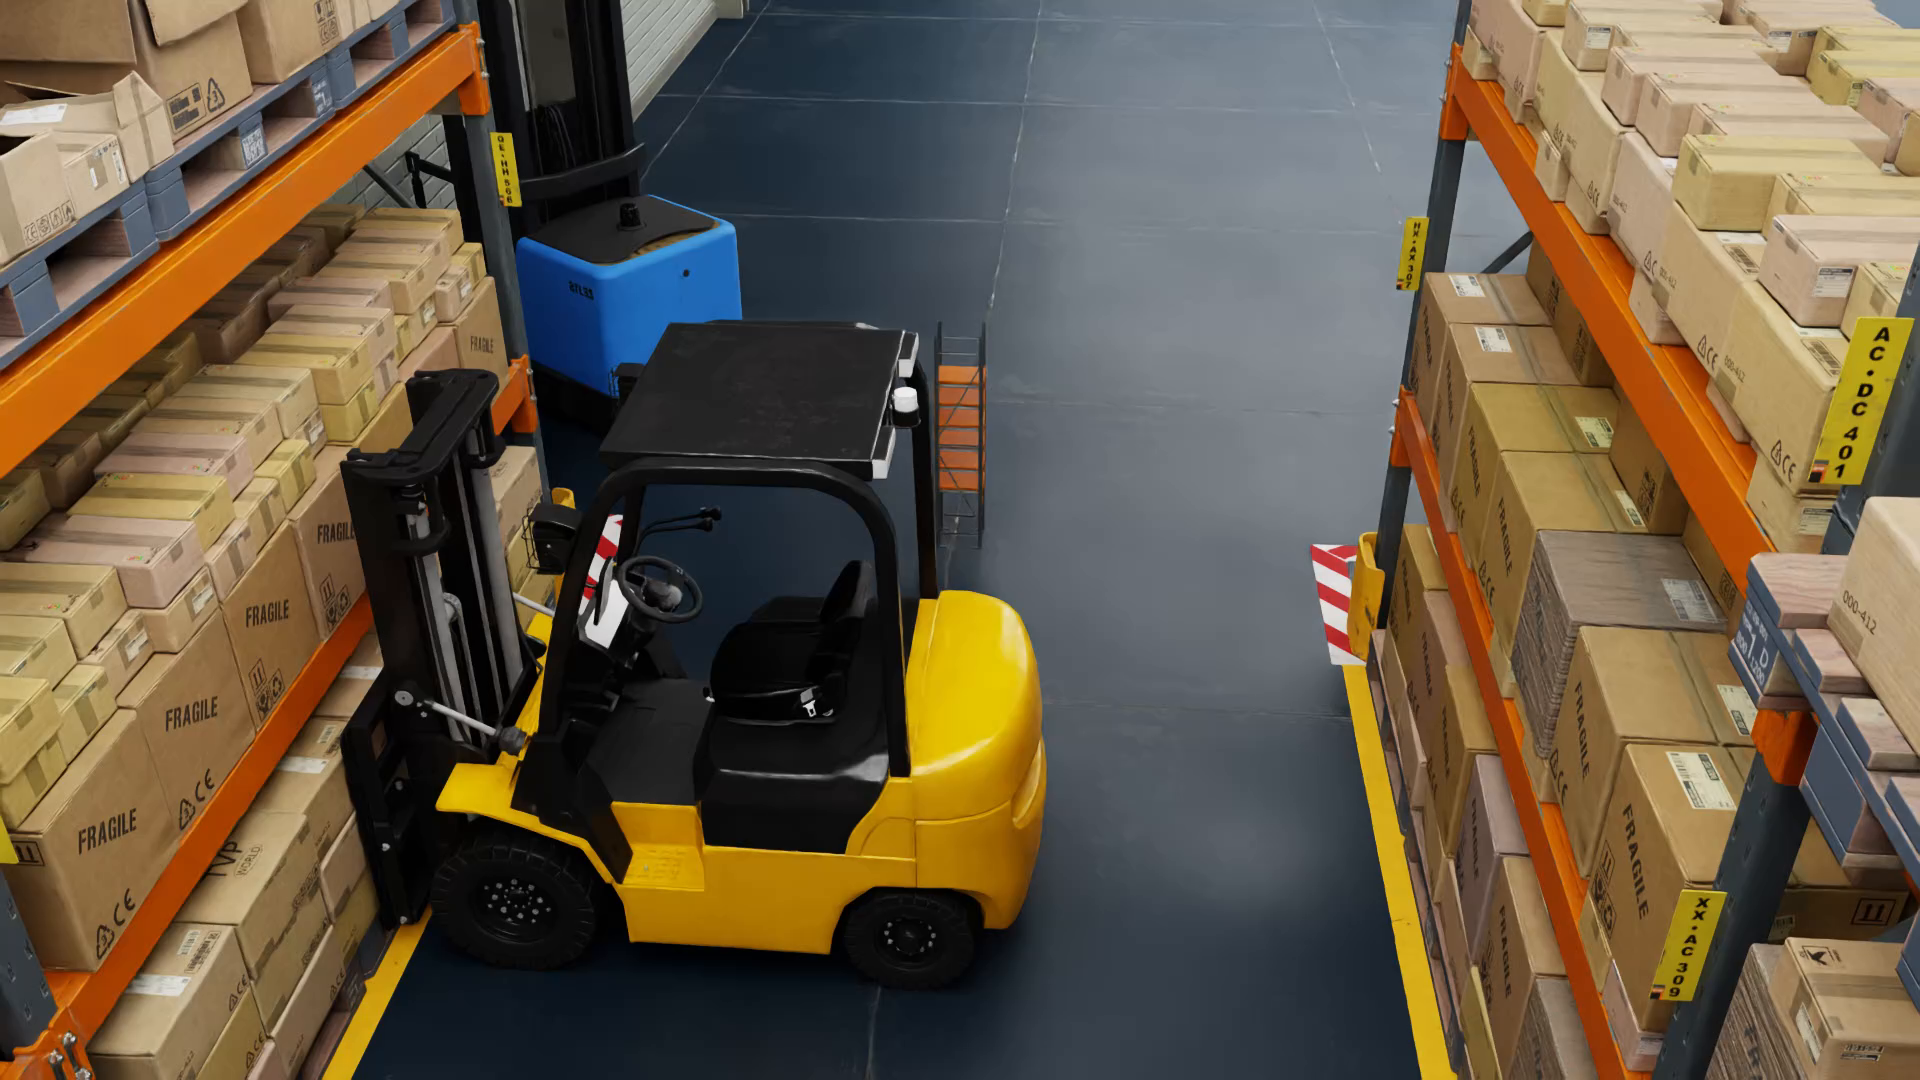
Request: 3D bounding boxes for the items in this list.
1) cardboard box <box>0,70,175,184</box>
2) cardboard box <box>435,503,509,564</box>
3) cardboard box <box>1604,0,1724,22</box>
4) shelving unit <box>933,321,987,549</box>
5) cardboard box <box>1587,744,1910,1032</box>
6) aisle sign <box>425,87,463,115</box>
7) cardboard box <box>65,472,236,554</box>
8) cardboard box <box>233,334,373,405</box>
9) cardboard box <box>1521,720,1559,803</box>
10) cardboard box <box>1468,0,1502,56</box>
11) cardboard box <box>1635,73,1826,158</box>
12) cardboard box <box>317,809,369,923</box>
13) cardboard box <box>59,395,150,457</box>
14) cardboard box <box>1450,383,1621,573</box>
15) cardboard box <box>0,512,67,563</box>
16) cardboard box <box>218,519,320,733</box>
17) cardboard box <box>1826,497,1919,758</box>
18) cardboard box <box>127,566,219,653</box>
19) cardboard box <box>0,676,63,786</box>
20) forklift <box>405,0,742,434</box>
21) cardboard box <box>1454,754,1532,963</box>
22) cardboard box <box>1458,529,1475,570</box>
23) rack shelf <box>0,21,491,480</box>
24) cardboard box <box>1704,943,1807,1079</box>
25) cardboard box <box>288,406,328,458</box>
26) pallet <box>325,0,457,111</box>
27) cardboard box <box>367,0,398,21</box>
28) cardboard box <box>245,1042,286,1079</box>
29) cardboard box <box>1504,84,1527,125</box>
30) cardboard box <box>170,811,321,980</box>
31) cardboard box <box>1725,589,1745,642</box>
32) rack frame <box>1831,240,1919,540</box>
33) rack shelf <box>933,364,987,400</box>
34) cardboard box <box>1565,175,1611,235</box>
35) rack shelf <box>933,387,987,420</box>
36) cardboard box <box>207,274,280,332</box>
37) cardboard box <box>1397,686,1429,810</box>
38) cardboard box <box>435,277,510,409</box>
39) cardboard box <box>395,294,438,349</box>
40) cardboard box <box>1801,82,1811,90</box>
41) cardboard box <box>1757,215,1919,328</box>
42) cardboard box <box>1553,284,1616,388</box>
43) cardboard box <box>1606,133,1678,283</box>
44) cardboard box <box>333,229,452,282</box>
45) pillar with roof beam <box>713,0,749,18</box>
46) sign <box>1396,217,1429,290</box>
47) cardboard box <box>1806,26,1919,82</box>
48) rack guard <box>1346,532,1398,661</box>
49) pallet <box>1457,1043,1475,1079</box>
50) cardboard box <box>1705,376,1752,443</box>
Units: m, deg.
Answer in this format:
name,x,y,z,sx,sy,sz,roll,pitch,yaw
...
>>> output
name,x,y,z,sx,sy,sz,roll,pitch,yaw
cardboard box,-2.394,-1.139,4.513,0.396,0.266,0.258,2,32,3
cardboard box,-2.254,0.061,7.060,0.500,0.250,0.500,3,32,5
cardboard box,2.118,-1.627,5.151,0.380,0.149,0.250,2,32,4
shelving unit,0.001,-0.518,8.447,0.258,1.200,0.189,2,32,4
cardboard box,1.918,0.863,4.112,0.500,0.500,0.500,2,32,3
aisle sign,-2.194,-2.155,6.910,0.394,0.787,0.004,2,32,4
cardboard box,-2.435,-0.076,5.017,0.380,0.149,0.250,2,32,3
cardboard box,-2.315,-0.604,5.874,0.380,0.149,0.250,3,32,5
cardboard box,1.932,0.669,5.044,0.380,0.149,0.250,2,32,3
cardboard box,2.149,-1.905,5.982,0.500,0.250,0.500,2,32,3
cardboard box,1.977,-1.091,4.282,0.380,0.149,0.250,3,32,5
cardboard box,-2.379,1.078,5.885,0.500,0.250,0.500,2,32,4
cardboard box,-2.905,-0.360,5.478,0.380,0.149,0.250,3,32,5
cardboard box,2.061,-0.213,5.857,0.500,0.500,0.500,2,32,3
cardboard box,-2.936,0.033,5.123,0.380,0.149,0.250,3,32,6
cardboard box,-2.455,0.263,5.368,0.500,0.500,0.500,2,32,3
cardboard box,1.683,0.171,2.496,0.500,0.250,0.500,2,32,3
cardboard box,-2.422,0.192,4.866,0.380,0.149,0.250,3,32,5
cardboard box,-2.496,0.465,4.138,0.380,0.149,0.250,3,32,5
forklift,-2.737,-2.499,10.011,3.031,2.935,1.130,25,39,34
cardboard box,1.991,1.094,5.622,0.500,0.500,0.500,4,32,7
cardboard box,2.059,-0.006,6.140,0.380,0.149,0.250,3,32,5
rack shelf,-2.655,-0.952,5.262,1.077,0.370,4.000,2,32,4
cardboard box,1.806,1.160,3.230,0.500,0.500,0.500,3,32,5
cardboard box,-2.431,-0.354,5.751,0.380,0.149,0.250,2,32,4
pallet,-2.575,-1.898,6.195,1.003,0.211,1.213,2,32,4
cardboard box,-2.257,-1.972,5.975,0.380,0.149,0.250,2,32,3
cardboard box,-2.448,1.818,5.162,0.500,0.250,0.500,3,32,4
cardboard box,2.117,-1.549,5.785,0.380,0.149,0.250,3,32,5
cardboard box,-2.414,1.124,5.334,0.500,0.250,0.500,3,32,4
cardboard box,2.445,0.193,4.246,0.700,0.500,0.500,3,32,4
rack frame,2.130,-1.279,2.248,1.000,3.000,0.127,2,32,4
rack shelf,0.001,-0.787,8.282,0.258,0.103,0.180,2,32,4
cardboard box,2.023,-1.012,4.913,0.380,0.149,0.250,2,32,3
rack shelf,0.001,-0.685,8.345,0.258,0.103,0.180,2,32,4
cardboard box,-2.829,-0.903,6.359,0.380,0.149,0.250,3,32,4
cardboard box,2.065,0.852,6.730,0.500,0.250,0.500,4,32,6
cardboard box,-2.270,-0.801,7.095,0.500,0.500,0.500,2,32,3
cardboard box,-2.314,-0.884,6.612,0.380,0.149,0.250,3,32,5
cardboard box,2.564,-1.079,4.642,0.500,0.250,0.500,3,32,4
cardboard box,1.883,-0.549,3.402,0.380,0.149,0.250,2,32,3
cardboard box,2.583,-0.871,5.972,0.700,0.500,0.500,3,32,4
cardboard box,1.994,-0.837,4.250,0.500,0.250,0.500,2,32,3
cardboard box,-2.300,-1.146,6.753,0.380,0.149,0.250,3,32,4
pillar with roof beam,1.821,-9.346,15.338,9.100,9.000,0.400,2,32,4
sign,1.915,-1.208,7.027,0.100,0.325,0.005,2,32,4
cardboard box,2.631,-1.333,4.675,0.380,0.149,0.250,3,32,5
rack guard,2.449,0.287,7.807,1.175,0.500,0.348,2,32,4
pallet,2.149,2.109,5.126,1.003,0.211,1.213,2,32,4
cardboard box,1.957,-0.336,3.817,0.380,0.149,0.250,3,32,4
